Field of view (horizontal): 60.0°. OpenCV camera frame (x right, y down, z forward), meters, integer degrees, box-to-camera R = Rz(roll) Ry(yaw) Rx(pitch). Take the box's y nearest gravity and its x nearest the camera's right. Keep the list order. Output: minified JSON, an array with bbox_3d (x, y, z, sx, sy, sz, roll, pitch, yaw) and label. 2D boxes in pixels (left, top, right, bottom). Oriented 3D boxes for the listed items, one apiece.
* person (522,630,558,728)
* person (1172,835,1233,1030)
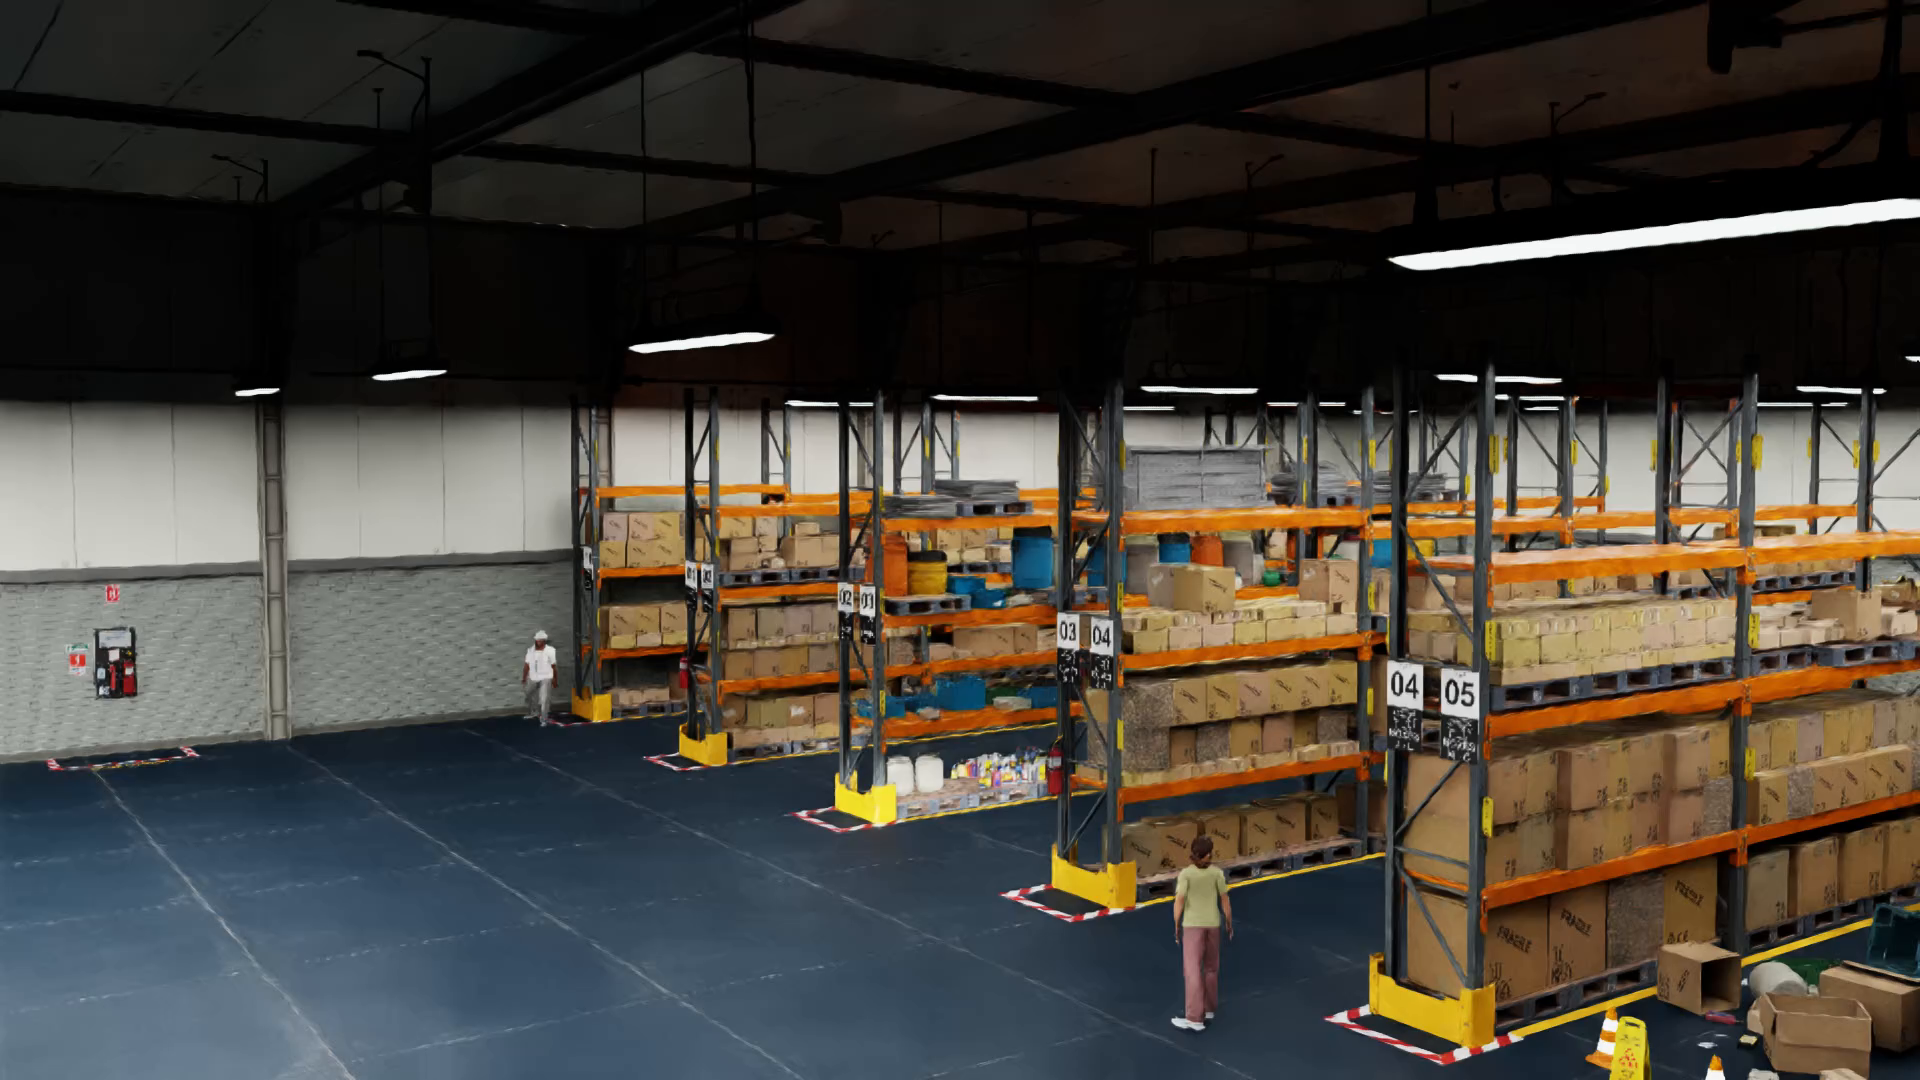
[{"bbox_3d":[-7.638,2.486,30.080,0.769,1.745,0.597,1,4,17],"label":"person"},{"bbox_3d":[2.128,3.426,14.712,0.570,1.666,0.580,-1,4,-13],"label":"person"}]
